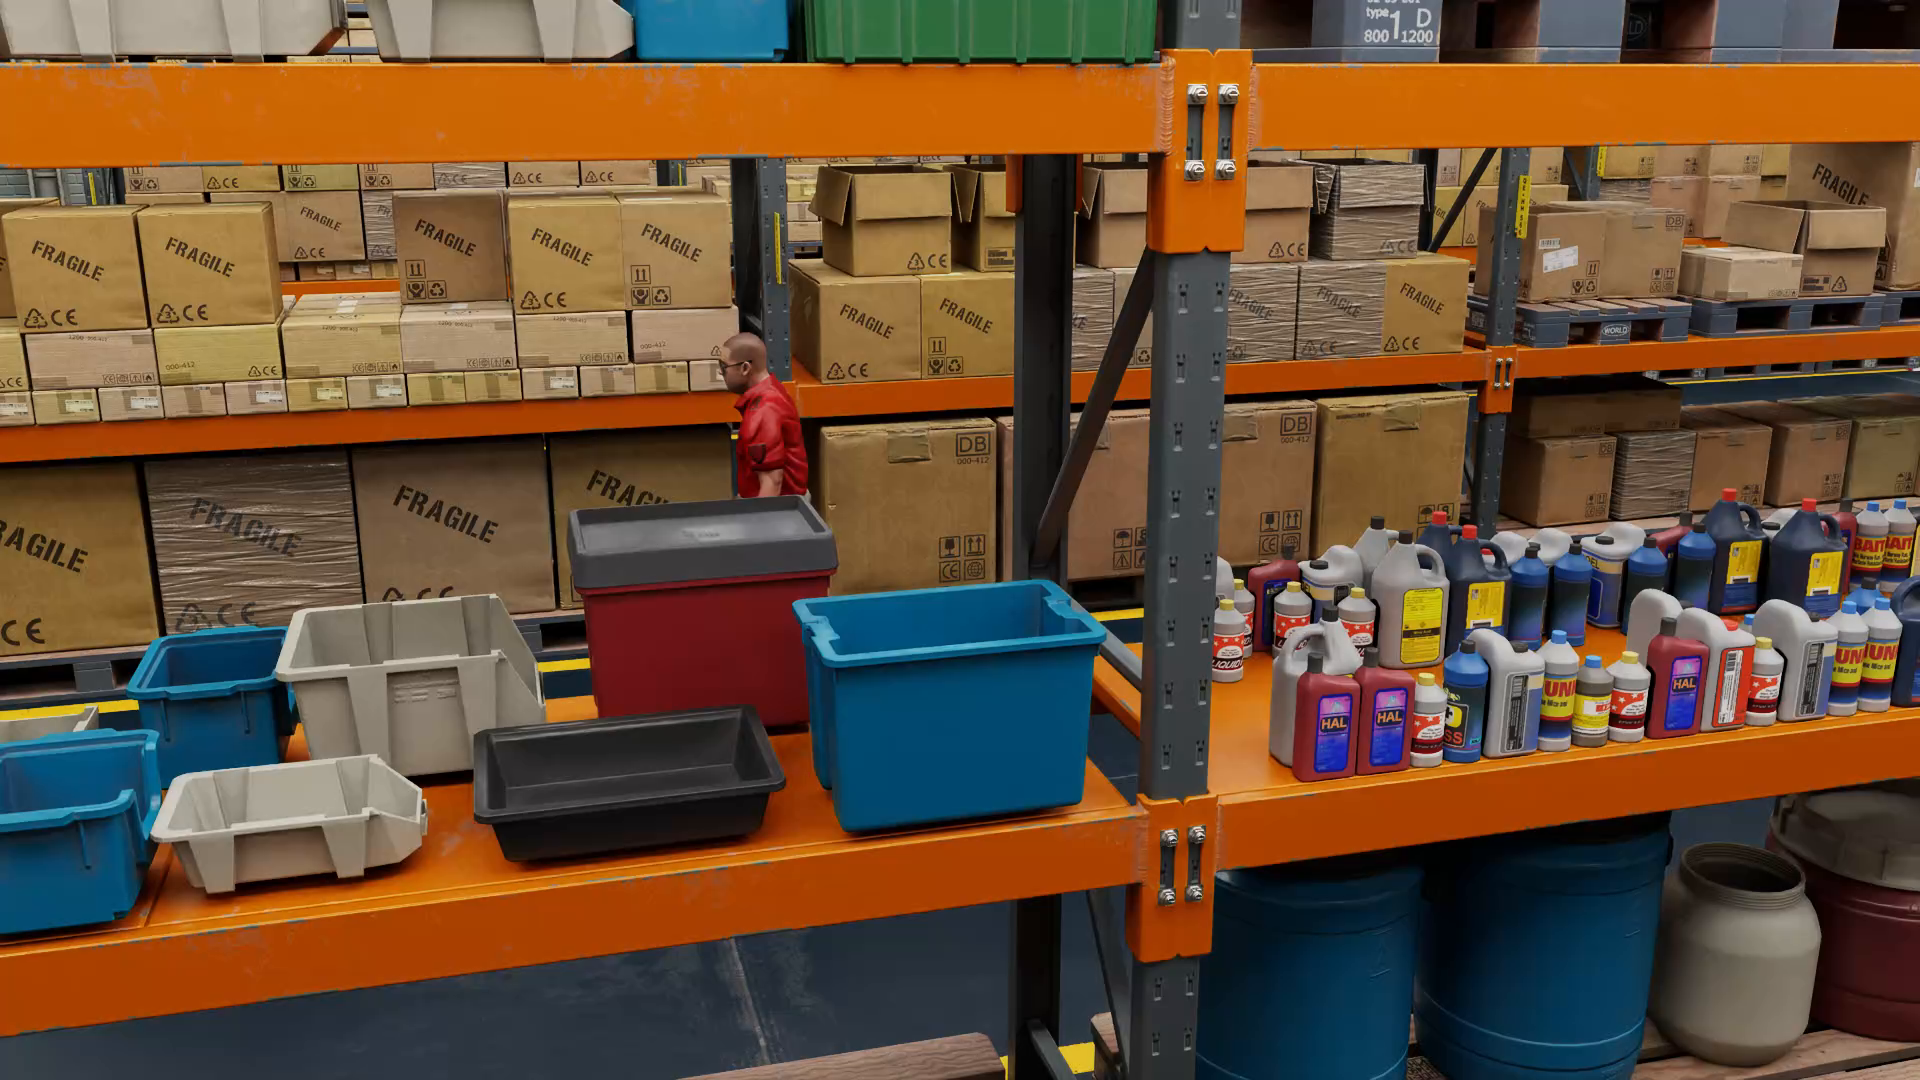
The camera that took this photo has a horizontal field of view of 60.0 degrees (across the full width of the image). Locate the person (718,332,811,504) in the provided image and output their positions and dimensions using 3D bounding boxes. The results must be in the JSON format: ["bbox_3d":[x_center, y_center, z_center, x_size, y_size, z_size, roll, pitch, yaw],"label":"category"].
[{"bbox_3d":[-0.843,-0.040,7.198,0.396,1.726,0.585,0,16,0],"label":"person"}]
